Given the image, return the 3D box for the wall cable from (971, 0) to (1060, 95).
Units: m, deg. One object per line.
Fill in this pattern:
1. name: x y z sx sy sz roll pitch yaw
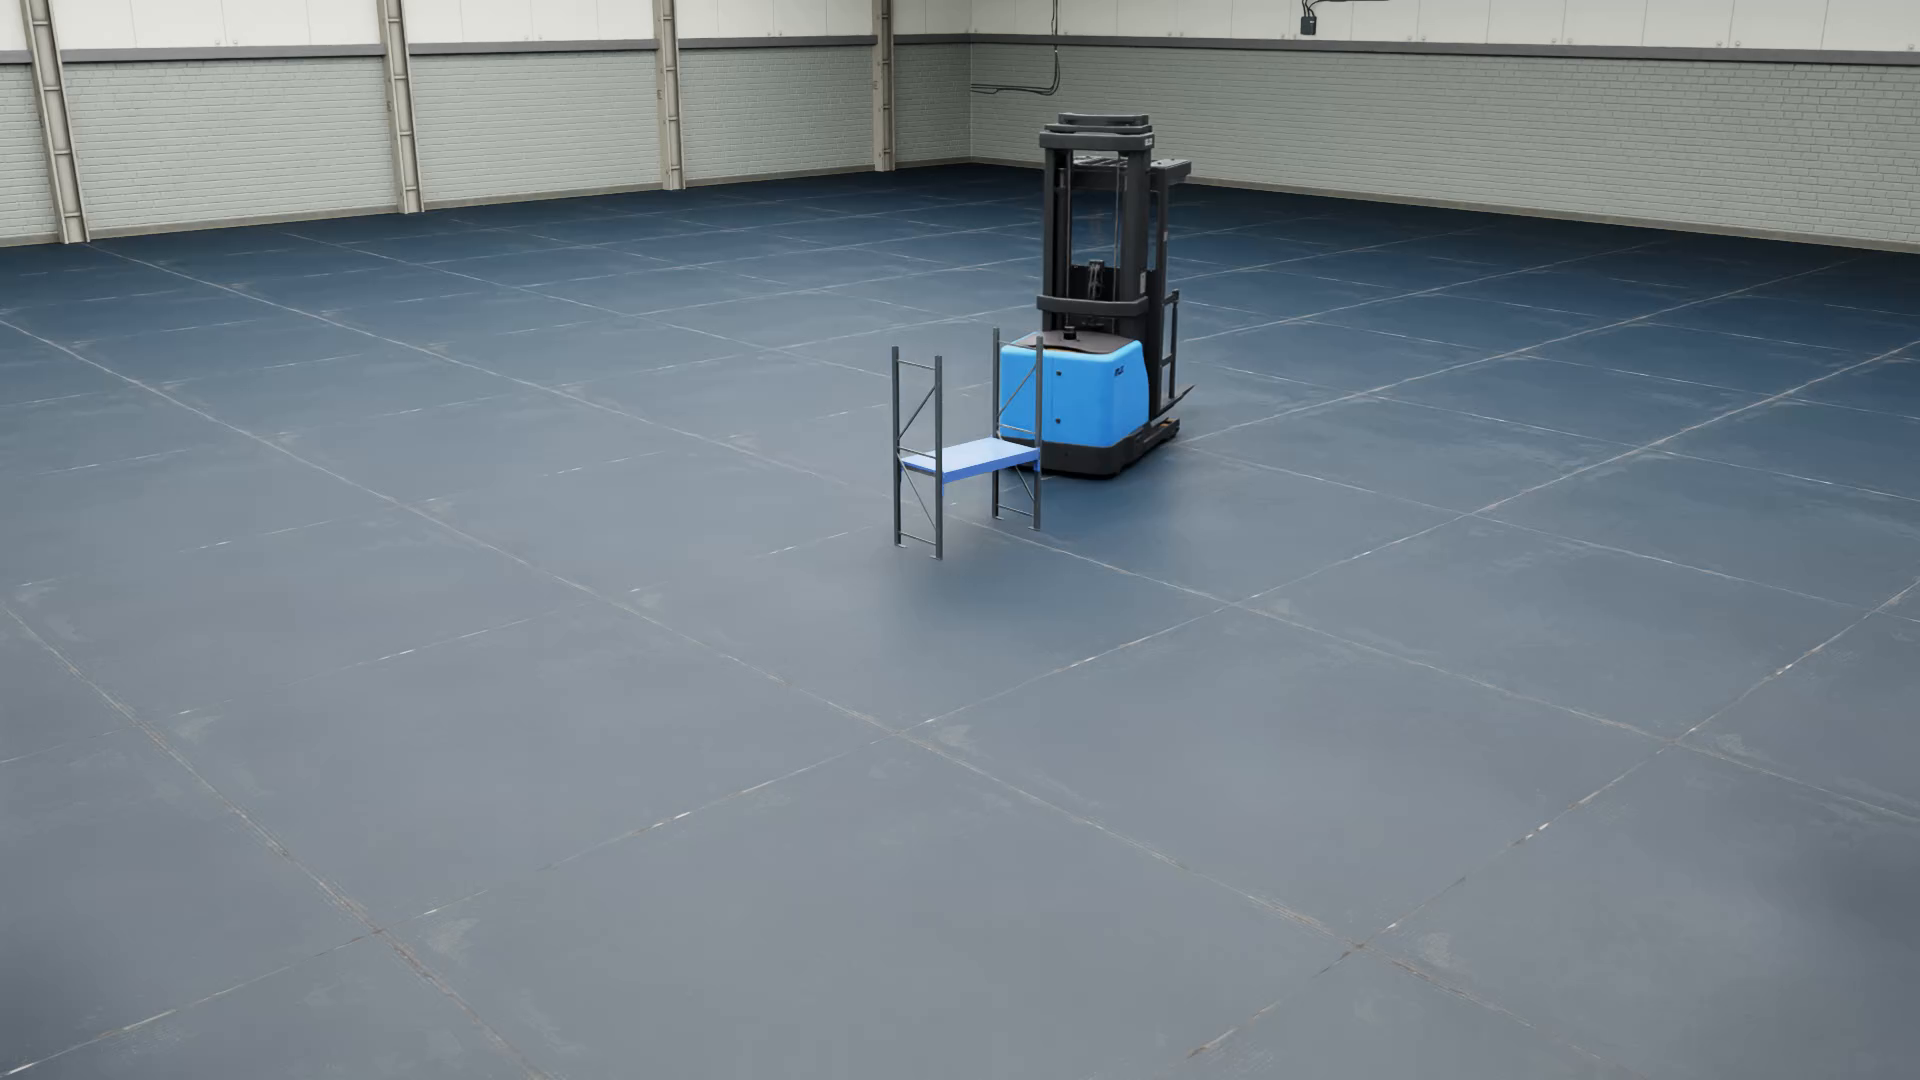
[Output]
1. wall cable: 1.249 -11.961 39.820 0.112 2.526 3.097 -16 24 -41

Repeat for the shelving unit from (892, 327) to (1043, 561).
1. shelving unit: 0.062 -0.732 12.309 1.048 1.500 0.538 -16 24 -41

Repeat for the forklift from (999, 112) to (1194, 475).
1. forklift: 1.394 -2.350 14.980 1.130 2.935 3.031 8 20 23

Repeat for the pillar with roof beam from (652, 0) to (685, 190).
1. pillar with roof beam: -3.202 -10.874 31.433 0.400 9.000 9.100 -16 24 -41

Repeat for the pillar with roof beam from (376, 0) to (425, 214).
1. pillar with roof beam: -7.561 -9.603 27.511 0.400 9.000 9.100 -16 24 -41

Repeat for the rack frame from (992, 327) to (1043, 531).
1. rack frame: 0.431 -0.839 12.641 0.032 1.500 0.500 -16 24 -41

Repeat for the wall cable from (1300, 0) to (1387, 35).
1. wall cable: 7.760 -12.925 32.244 0.169 6.003 2.305 -16 24 -41

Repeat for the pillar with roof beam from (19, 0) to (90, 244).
1. pillar with roof beam: -11.921 -8.331 23.590 0.400 9.000 9.100 -16 24 -41

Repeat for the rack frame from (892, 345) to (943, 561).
1. rack frame: -0.307 -0.624 11.977 0.032 1.500 0.500 -16 24 -41

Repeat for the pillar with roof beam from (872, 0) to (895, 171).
1. pillar with roof beam: 1.158 -12.145 35.354 0.400 9.000 9.100 -16 24 -41

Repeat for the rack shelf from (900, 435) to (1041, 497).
1. rack shelf: 0.062 -0.560 12.365 1.000 0.185 0.538 -16 24 -41
